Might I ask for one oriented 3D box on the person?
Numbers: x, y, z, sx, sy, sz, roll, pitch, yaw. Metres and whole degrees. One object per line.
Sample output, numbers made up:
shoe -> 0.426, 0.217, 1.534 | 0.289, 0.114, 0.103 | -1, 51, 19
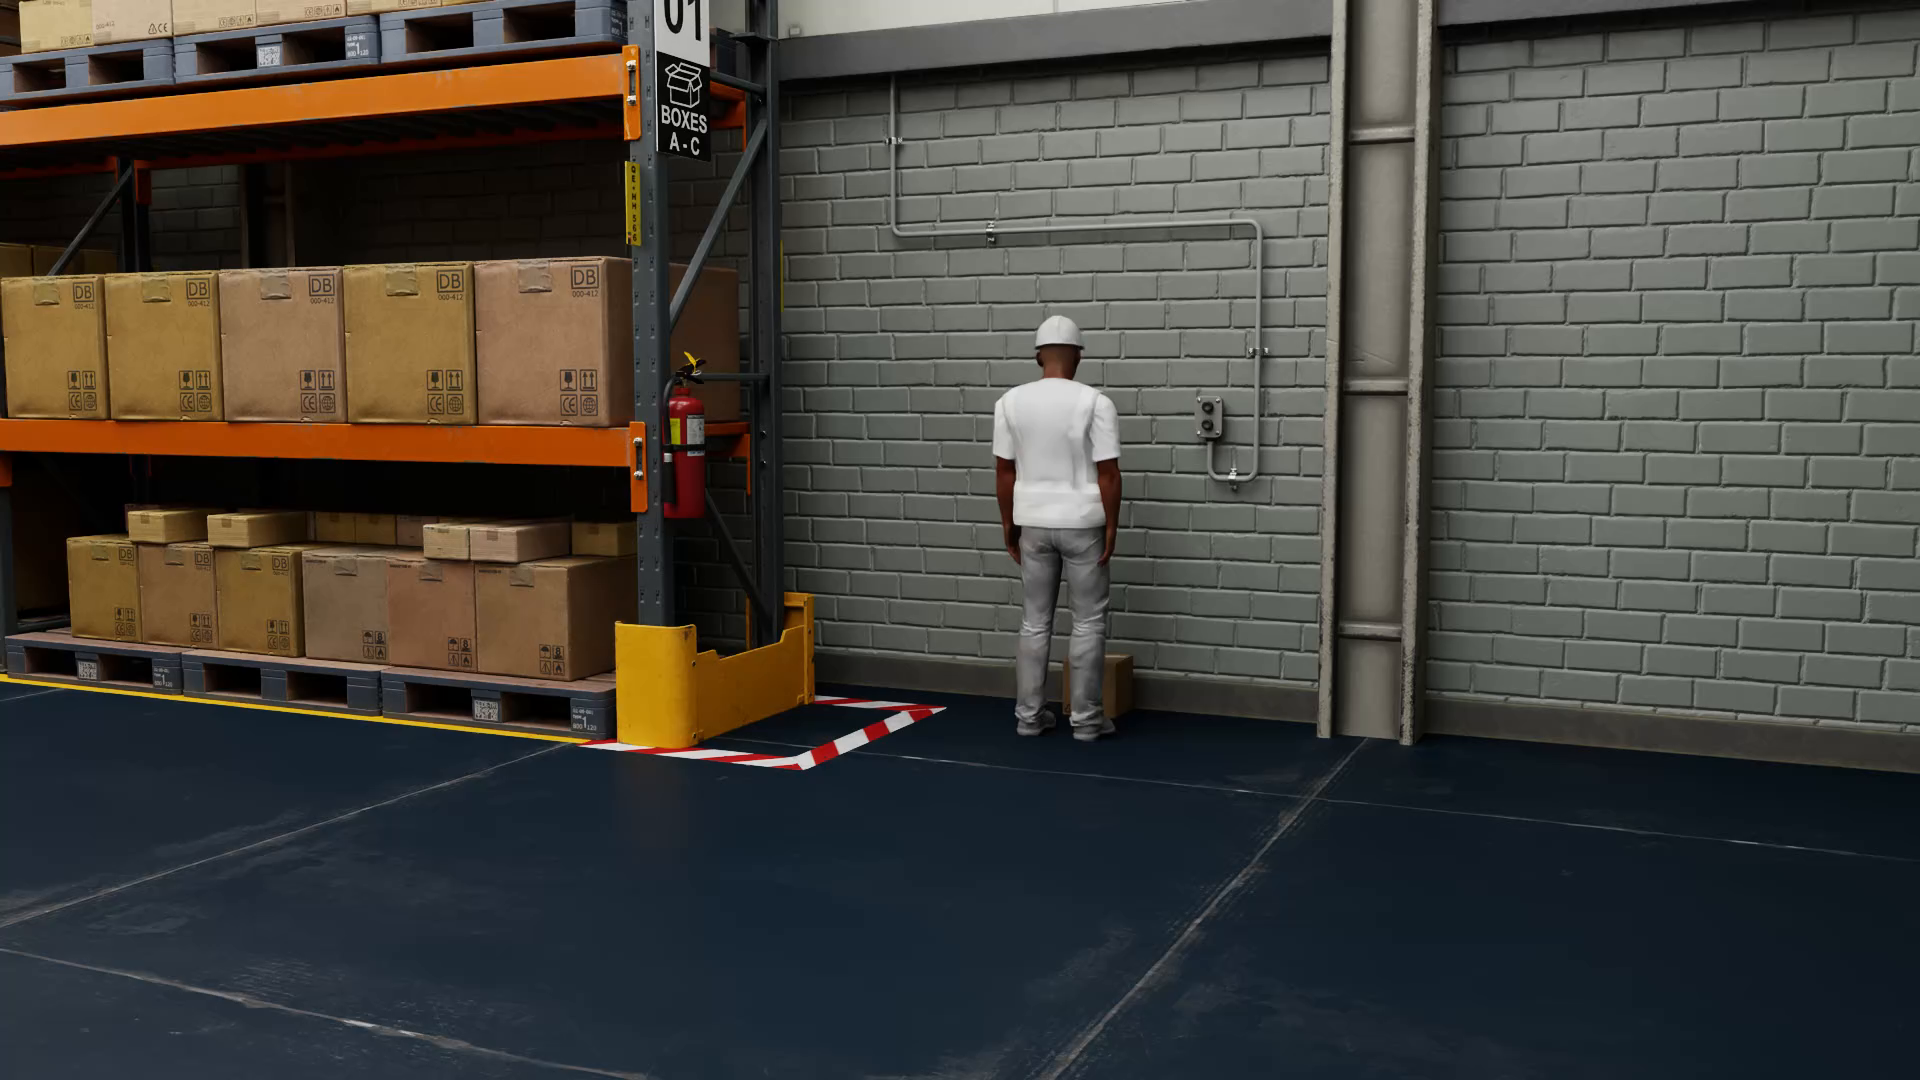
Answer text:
person -> 0.418, -0.055, 6.996 | 0.565, 1.763, 0.363 | 3, 6, 25
